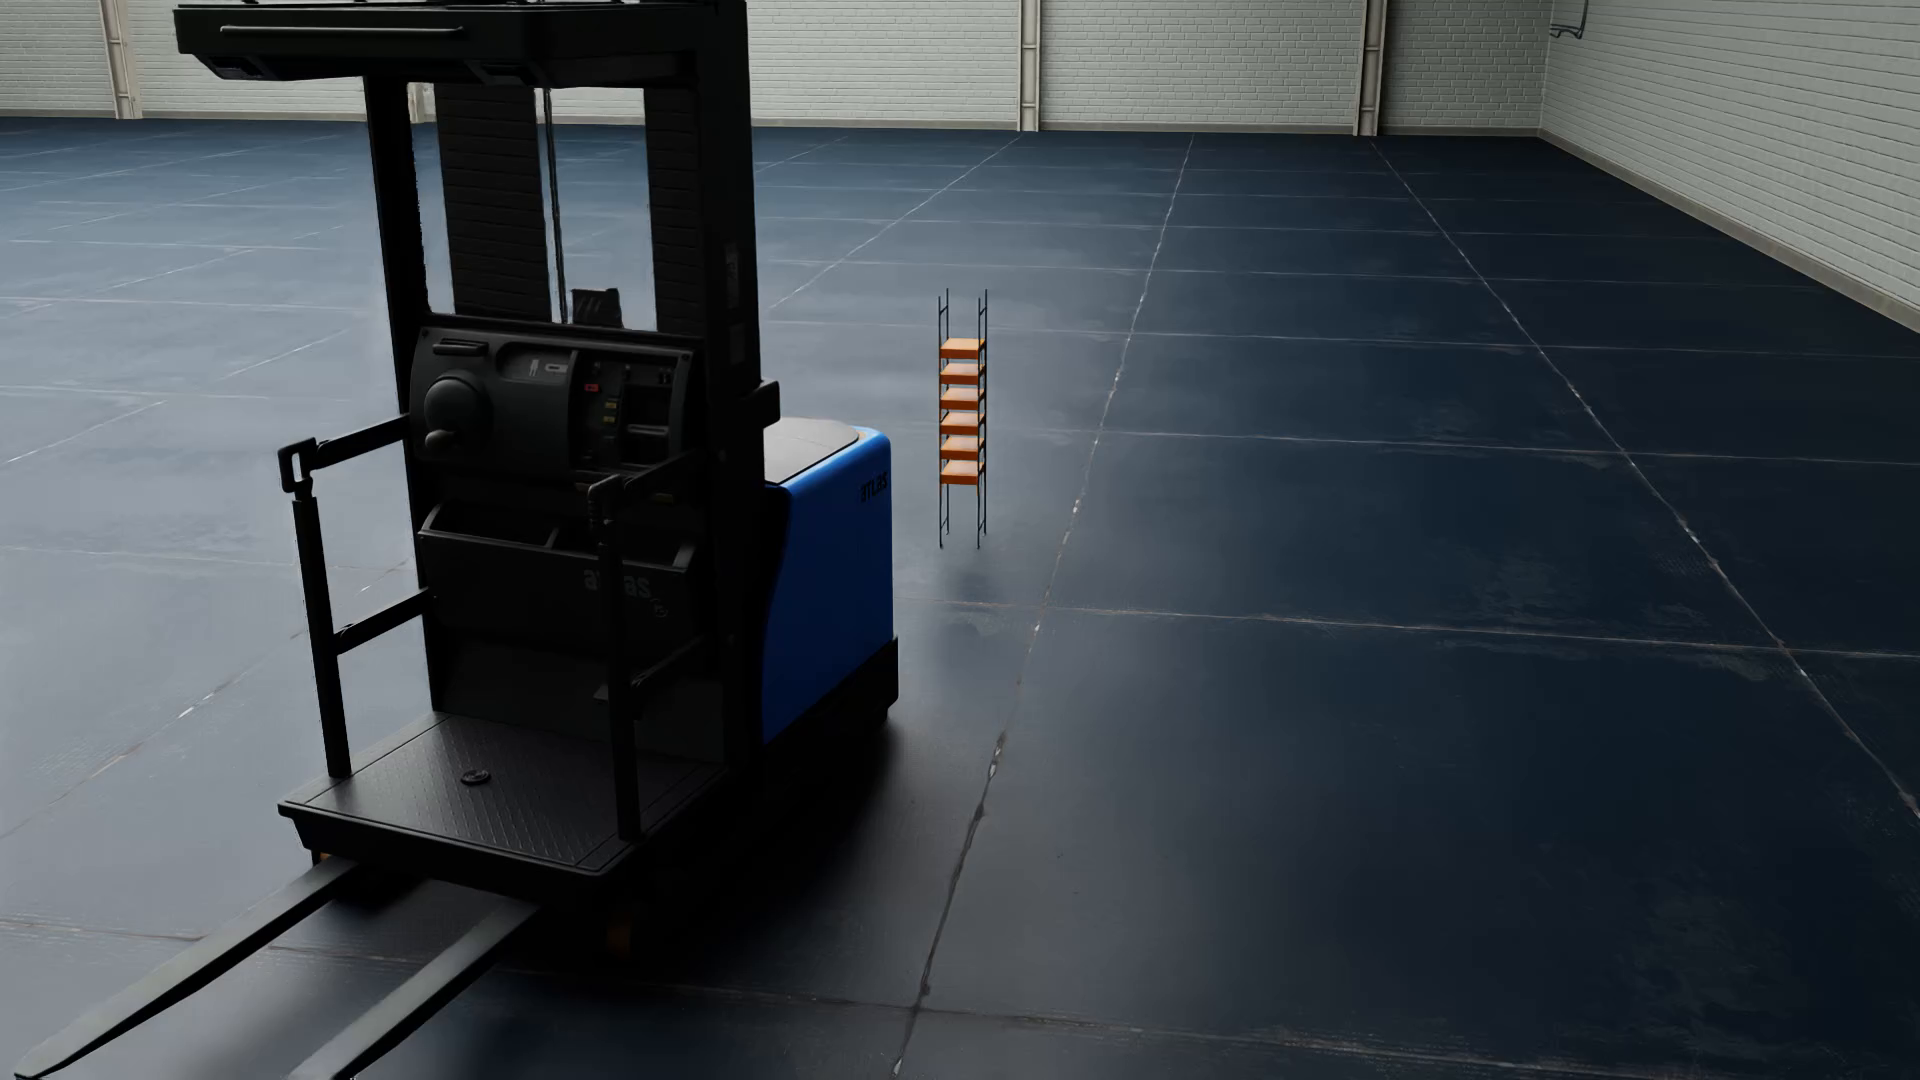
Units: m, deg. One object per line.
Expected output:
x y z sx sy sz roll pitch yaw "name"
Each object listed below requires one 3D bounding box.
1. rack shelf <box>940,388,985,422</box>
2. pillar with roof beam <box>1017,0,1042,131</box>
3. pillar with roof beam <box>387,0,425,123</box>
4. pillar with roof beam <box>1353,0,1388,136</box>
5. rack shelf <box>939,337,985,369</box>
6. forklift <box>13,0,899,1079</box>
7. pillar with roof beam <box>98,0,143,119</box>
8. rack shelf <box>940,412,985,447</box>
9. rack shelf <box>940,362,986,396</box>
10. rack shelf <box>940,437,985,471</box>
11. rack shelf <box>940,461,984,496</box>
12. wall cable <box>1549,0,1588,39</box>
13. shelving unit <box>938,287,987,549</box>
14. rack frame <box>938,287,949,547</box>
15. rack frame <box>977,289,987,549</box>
0.014 -0.640 7.806 0.180 0.103 0.258 3 19 9 "rack shelf"
0.573 -10.400 24.923 0.400 9.000 9.100 3 19 9 "pillar with roof beam"
-11.276 -11.004 26.728 0.400 9.000 9.100 3 19 9 "pillar with roof beam"
6.497 -10.098 24.020 0.400 9.000 9.100 3 19 9 "pillar with roof beam"
0.014 -0.868 7.730 0.180 0.103 0.258 3 19 9 "rack shelf"
-1.251 -0.385 4.554 1.130 2.935 3.031 7 20 21 "forklift"
-17.200 -11.306 27.630 0.400 9.000 9.100 3 19 9 "pillar with roof beam"
0.014 -0.526 7.844 0.180 0.103 0.258 3 19 9 "rack shelf"
0.014 -0.754 7.768 0.180 0.103 0.258 3 19 9 "rack shelf"
0.014 -0.412 7.882 0.180 0.103 0.258 3 19 9 "rack shelf"
0.014 -0.299 7.921 0.180 0.103 0.258 3 19 9 "rack shelf"
9.878 -9.411 26.863 0.112 2.526 3.097 3 19 9 "wall cable"
0.014 -0.568 7.830 0.189 1.200 0.258 3 19 9 "shelving unit"
-0.076 -0.573 7.844 0.006 1.200 0.240 3 19 9 "rack frame"
0.105 -0.564 7.816 0.006 1.200 0.240 3 19 9 "rack frame"
